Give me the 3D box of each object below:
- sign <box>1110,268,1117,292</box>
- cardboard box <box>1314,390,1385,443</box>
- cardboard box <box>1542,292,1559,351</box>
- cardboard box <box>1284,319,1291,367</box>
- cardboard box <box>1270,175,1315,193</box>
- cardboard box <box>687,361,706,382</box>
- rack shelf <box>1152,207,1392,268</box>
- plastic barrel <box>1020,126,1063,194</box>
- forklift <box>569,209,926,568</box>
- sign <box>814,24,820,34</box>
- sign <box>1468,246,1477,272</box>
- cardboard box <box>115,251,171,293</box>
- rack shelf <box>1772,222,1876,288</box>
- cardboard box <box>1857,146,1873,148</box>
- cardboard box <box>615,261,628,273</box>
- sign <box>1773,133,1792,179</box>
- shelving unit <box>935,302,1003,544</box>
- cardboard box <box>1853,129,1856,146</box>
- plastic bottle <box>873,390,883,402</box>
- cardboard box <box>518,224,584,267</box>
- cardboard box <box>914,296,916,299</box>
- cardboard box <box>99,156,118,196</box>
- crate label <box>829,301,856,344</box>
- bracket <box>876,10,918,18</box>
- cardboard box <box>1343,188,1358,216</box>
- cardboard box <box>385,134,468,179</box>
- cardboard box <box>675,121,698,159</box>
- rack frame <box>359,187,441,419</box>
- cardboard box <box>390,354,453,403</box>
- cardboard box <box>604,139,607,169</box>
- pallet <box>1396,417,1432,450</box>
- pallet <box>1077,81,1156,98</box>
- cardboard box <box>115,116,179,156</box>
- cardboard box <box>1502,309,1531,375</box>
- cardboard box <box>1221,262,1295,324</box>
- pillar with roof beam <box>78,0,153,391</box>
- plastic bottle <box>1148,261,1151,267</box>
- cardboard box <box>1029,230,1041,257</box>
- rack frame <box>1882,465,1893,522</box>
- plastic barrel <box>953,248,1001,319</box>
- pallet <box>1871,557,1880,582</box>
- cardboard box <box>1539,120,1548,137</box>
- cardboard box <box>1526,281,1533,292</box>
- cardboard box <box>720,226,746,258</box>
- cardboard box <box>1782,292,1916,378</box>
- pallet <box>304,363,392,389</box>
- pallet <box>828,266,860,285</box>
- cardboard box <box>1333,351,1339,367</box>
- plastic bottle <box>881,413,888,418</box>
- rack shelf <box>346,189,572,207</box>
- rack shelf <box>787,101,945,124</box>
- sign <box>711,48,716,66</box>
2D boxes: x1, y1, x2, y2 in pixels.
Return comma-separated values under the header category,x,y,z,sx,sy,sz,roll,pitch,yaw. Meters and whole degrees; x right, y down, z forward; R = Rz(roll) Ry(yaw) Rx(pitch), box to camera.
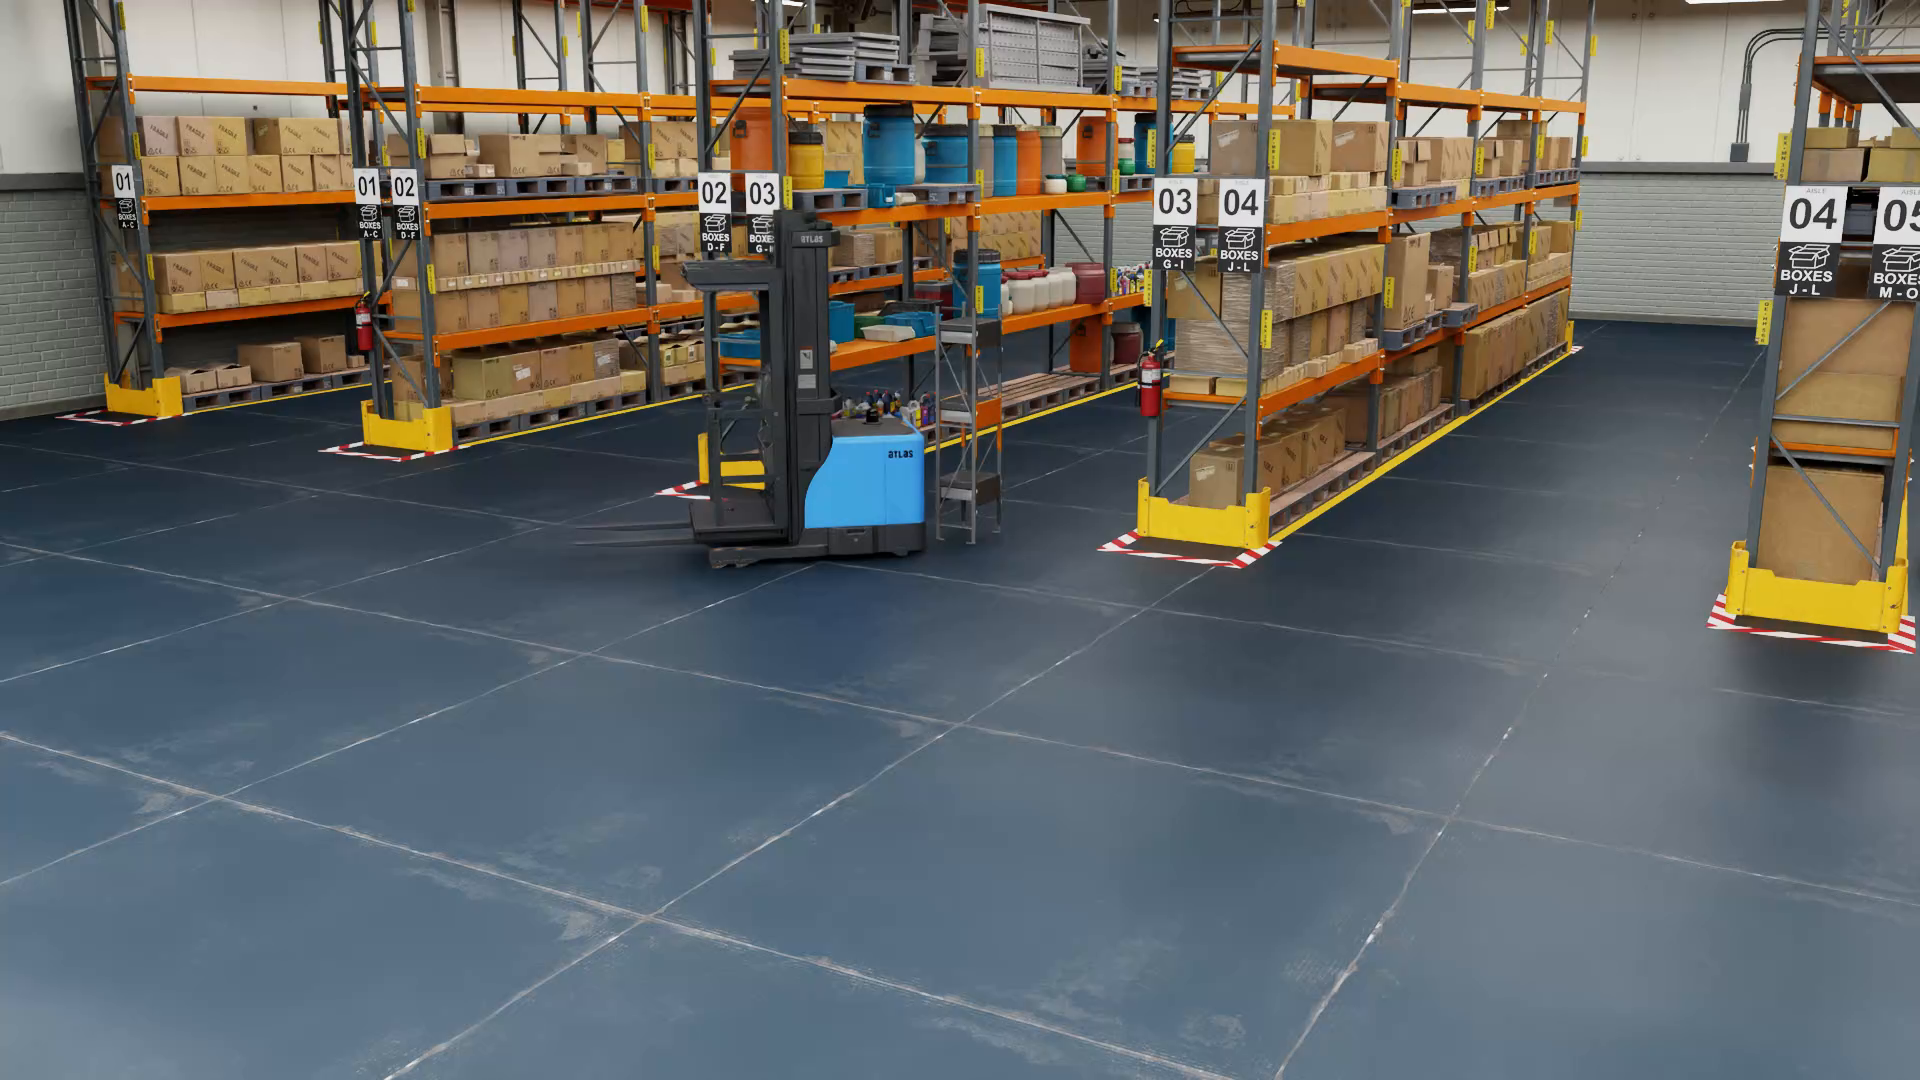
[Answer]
category,x,y,z,sx,sy,sz,roll,pitch,yaw
sign,2.175,-3.678,23.540,0.100,0.325,0.005,7,15,28
cardboard box,4.408,-1.400,18.834,0.700,0.500,0.500,6,15,24
cardboard box,9.214,-3.584,27.136,0.875,0.875,0.875,7,15,28
cardboard box,2.585,-1.876,15.567,0.875,0.500,0.500,7,15,28
cardboard box,3.034,-3.271,15.272,0.380,0.149,0.250,7,15,28
cardboard box,-3.917,-2.427,23.673,0.500,0.250,0.500,8,16,29
rack shelf,3.126,-2.976,16.111,1.077,0.370,4.000,7,15,28
plastic barrel,1.103,-5.217,22.805,0.600,0.901,0.600,0,14,0
forklift,-1.862,-1.321,14.257,3.031,2.935,1.130,-3,14,-11
sign,-2.156,-7.607,25.054,0.100,0.325,0.005,7,15,28
sign,6.506,-3.563,21.111,0.100,0.325,0.005,7,15,28
cardboard box,-10.808,-3.563,22.088,0.500,0.500,0.500,7,15,27
rack shelf,7.419,-2.393,13.694,1.077,0.370,4.000,7,15,28
cardboard box,7.904,-3.409,14.949,0.500,0.250,0.500,7,15,28
cardboard box,-4.643,-3.634,22.110,0.380,0.149,0.250,7,15,27
sign,5.984,-2.789,12.080,0.100,0.325,0.005,7,15,28
shelving unit,0.080,-1.055,14.928,0.431,2.100,0.503,7,15,28
cardboard box,7.177,-3.323,13.742,0.380,0.149,0.250,7,15,28
plastic bottle,-0.997,-1.646,20.175,0.144,0.351,0.185,8,16,30
cardboard box,-5.272,-3.782,21.338,0.700,0.500,0.500,7,15,28
cardboard box,-0.683,-4.190,30.407,0.500,0.500,0.500,7,15,28
cardboard box,-10.869,-4.771,21.768,0.500,0.500,0.500,9,16,32
crate label,-1.524,-2.443,18.693,0.502,0.435,0.616,7,15,28
bracket,-1.195,-12.151,38.556,0.076,0.066,3.189,7,15,28
cardboard box,3.597,-3.329,16.360,0.500,0.250,0.500,7,15,28
cardboard box,-6.230,-4.478,19.393,0.797,0.503,0.637,9,16,32
cardboard box,-3.990,-5.596,23.270,0.500,0.500,0.500,9,16,33
rack frame,-6.511,-2.580,19.335,1.000,3.000,0.127,7,15,28
cardboard box,-6.512,-1.956,20.116,0.500,0.500,0.500,7,15,28
cardboard box,-6.588,-6.723,28.968,0.700,0.500,0.500,6,15,25
pallet,5.056,-1.333,20.113,1.003,0.211,1.213,7,15,28
pallet,2.066,-6.434,23.777,1.213,0.211,1.003,7,15,28
cardboard box,-10.451,-5.195,21.391,0.500,0.500,0.500,6,15,24
cardboard box,7.668,-2.956,24.534,1.225,0.875,0.875,7,15,28
cardboard box,2.663,-2.218,14.853,0.500,0.500,0.500,7,15,28
pillar with roof beam,-7.500,-5.811,19.936,9.100,9.000,0.400,7,15,28
plastic bottle,3.073,-4.396,27.118,0.061,0.283,0.133,7,15,28
cardboard box,1.245,-5.788,32.430,0.500,0.500,0.500,8,16,30
rack frame,8.386,-1.695,15.663,1.000,3.000,0.127,7,15,28
plastic barrel,0.209,-3.127,20.536,0.600,0.901,0.708,7,15,28
pallet,6.770,0.309,13.303,1.003,0.211,1.213,7,15,28
cardboard box,8.908,-6.450,26.066,0.500,0.250,0.500,7,15,26
cardboard box,8.394,-3.820,25.013,0.380,0.149,0.250,7,15,28
cardboard box,-4.772,-5.858,32.291,0.980,0.700,0.700,8,16,29
cardboard box,6.665,-1.544,12.413,0.875,0.550,0.550,7,15,28
pallet,-9.209,-2.464,24.803,1.003,0.211,1.213,7,15,28
pallet,-2.378,-4.275,26.775,1.213,0.211,1.003,7,15,28
cardboard box,3.598,-1.827,16.748,0.380,0.149,0.250,7,15,28
plastic bottle,-0.862,-1.313,18.960,0.097,0.271,0.097,0,14,0
rack shelf,-7.949,-5.480,26.499,1.077,0.370,4.000,7,15,28
rack shelf,-1.677,-7.004,27.273,1.077,0.370,4.000,7,15,28
sign,-4.568,-8.952,30.805,0.100,0.325,0.005,7,15,28
